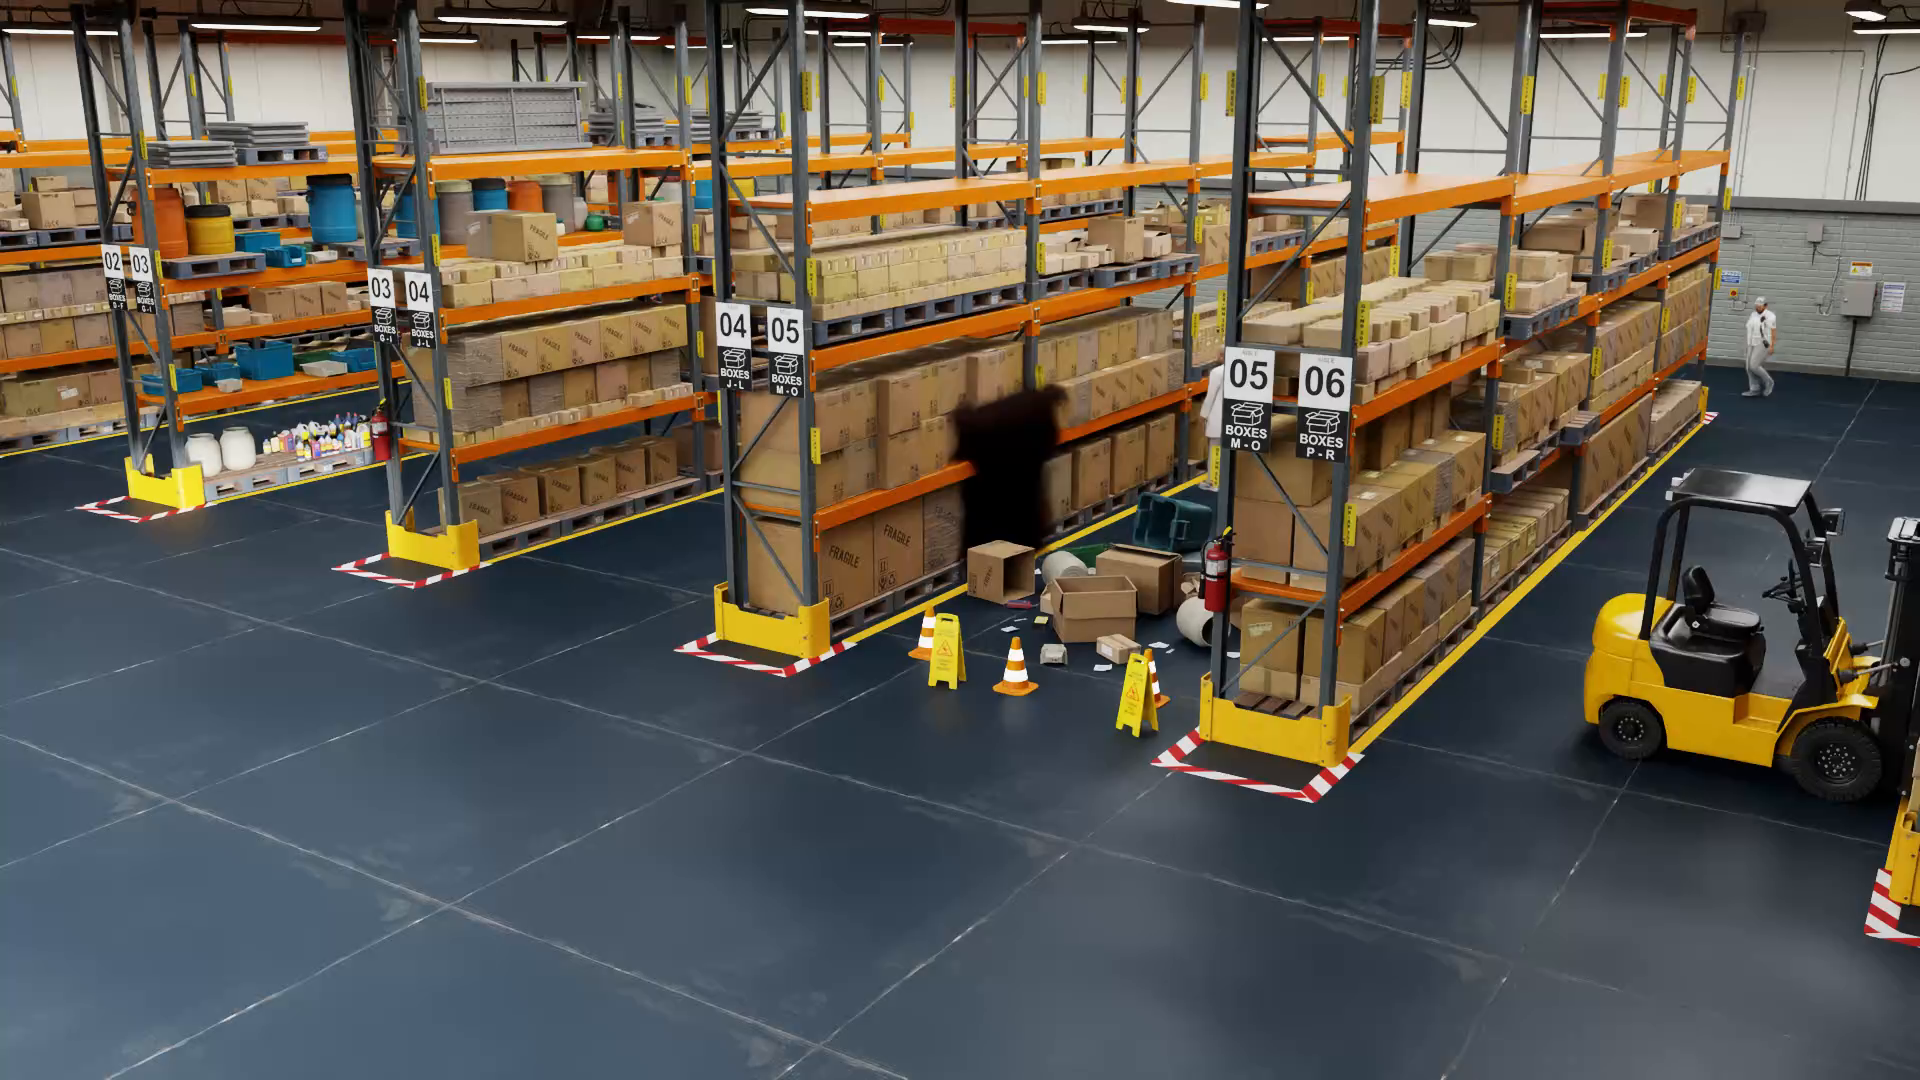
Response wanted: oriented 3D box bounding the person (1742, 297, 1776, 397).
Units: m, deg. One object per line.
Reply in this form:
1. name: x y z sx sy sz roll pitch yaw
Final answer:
1. person: 13.276 -3.215 27.625 0.480 1.658 0.518 -2 16 -7

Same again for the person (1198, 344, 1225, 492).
1. person: 3.171 -1.477 20.113 0.678 1.774 0.406 -9 18 -30
